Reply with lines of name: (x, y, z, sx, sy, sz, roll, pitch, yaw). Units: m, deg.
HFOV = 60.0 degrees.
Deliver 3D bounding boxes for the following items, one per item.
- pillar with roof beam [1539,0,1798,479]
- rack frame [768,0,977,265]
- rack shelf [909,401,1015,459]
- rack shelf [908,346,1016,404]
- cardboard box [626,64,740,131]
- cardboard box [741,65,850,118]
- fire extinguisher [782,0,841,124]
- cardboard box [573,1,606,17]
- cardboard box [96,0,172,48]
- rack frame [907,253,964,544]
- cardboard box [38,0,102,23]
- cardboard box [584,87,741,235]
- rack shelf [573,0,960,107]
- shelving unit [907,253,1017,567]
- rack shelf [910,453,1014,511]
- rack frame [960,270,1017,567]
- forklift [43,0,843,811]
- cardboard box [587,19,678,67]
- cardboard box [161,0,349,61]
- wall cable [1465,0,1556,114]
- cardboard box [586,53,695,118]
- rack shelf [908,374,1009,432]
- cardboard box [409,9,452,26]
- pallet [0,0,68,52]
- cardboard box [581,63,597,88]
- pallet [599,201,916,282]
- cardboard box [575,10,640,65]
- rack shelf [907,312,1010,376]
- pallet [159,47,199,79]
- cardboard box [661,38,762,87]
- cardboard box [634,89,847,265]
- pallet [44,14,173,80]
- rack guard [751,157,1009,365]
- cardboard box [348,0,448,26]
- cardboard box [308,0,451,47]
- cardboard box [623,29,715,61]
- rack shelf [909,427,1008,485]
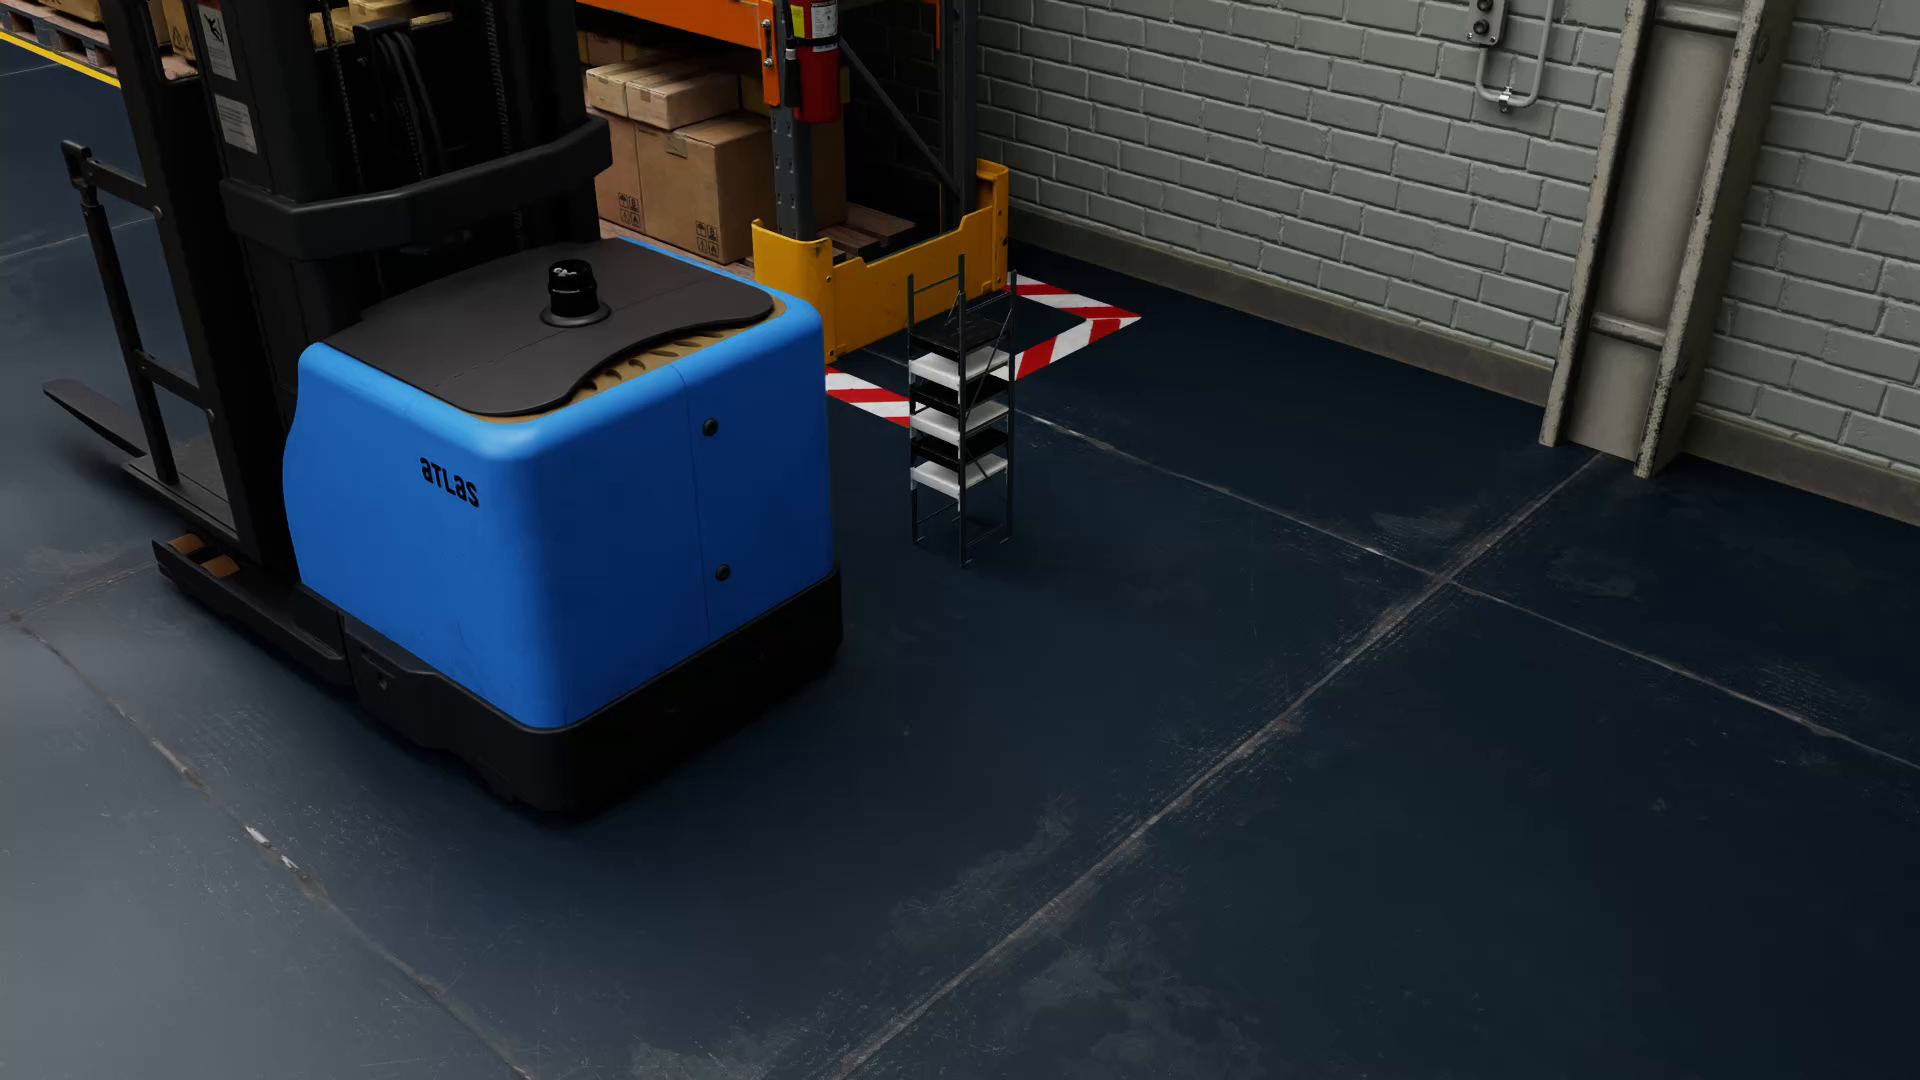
pillar with roof beam: (-0.617, -2.541, 0.746, 0.400, 9.000, 9.100, 25, 39, 35)
rack frame: (-0.310, -2.220, 6.030, 0.127, 3.000, 1.000, 25, 39, 35)
rack shelf: (0.006, -0.354, 5.030, 0.200, 0.077, 0.258, 25, 39, 35)
rack shelf: (0.006, -0.508, 4.938, 0.200, 0.077, 0.258, 25, 39, 35)
cardboard box: (-1.114, -1.786, 6.696, 0.250, 0.149, 0.380, 25, 39, 35)
cardboard box: (-0.670, -1.845, 6.793, 0.250, 0.149, 0.380, 25, 39, 35)
fire extinguisher: (-0.508, -1.799, 5.766, 0.183, 0.674, 0.296, 25, 39, 35)
cardboard box: (-1.798, -2.371, 7.667, 0.250, 0.149, 0.380, 24, 39, 34)
cardboard box: (-4.506, -3.346, 9.576, 0.750, 0.750, 0.750, 26, 40, 36)
rack frame: (-0.069, -0.418, 5.072, 0.006, 0.900, 0.240, 25, 39, 35)
cardboard box: (-5.139, -3.638, 10.062, 0.750, 0.750, 0.750, 25, 39, 35)
cardboard box: (-1.268, -1.707, 7.193, 0.500, 0.500, 0.700, 25, 39, 35)
rack shelf: (-1.793, -2.604, 7.365, 4.000, 0.370, 1.077, 25, 39, 35)
shelving unit: (0.006, -0.383, 5.013, 0.210, 0.900, 0.258, 25, 39, 35)
rack shelf: (0.006, -0.200, 5.123, 0.200, 0.077, 0.258, 25, 39, 35)
rack frame: (0.081, -0.348, 4.955, 0.006, 0.900, 0.240, 25, 39, 35)
forklift: (-1.778, -1.226, 4.444, 3.031, 2.935, 1.130, 24, 38, 34)
cardboard box: (-1.420, -2.194, 7.374, 0.250, 0.149, 0.380, 26, 39, 36)
cardboard box: (-3.845, -3.039, 9.067, 0.750, 0.750, 0.750, 26, 39, 36)
wall cable: (1.274, -2.574, 5.633, 1.851, 1.984, 0.084, 25, 39, 35)
cardboard box: (-1.304, -1.874, 6.843, 0.250, 0.149, 0.380, 26, 40, 36)
rack shelf: (0.006, -0.431, 4.984, 0.200, 0.077, 0.258, 25, 39, 35)
cardboard box: (-2.272, -2.325, 7.591, 0.250, 0.149, 0.380, 24, 38, 34)
pallet: (-5.708, -3.493, 10.847, 1.213, 0.211, 1.003, 25, 39, 35)
cardboard box: (-1.641, -1.880, 7.482, 0.500, 0.500, 0.700, 24, 38, 34)
pallet: (-0.956, -1.273, 7.159, 1.213, 0.211, 1.003, 25, 39, 35)
cardboard box: (-1.611, -2.283, 7.521, 0.250, 0.149, 0.380, 25, 39, 36)
rack shelf: (0.006, -0.585, 4.891, 0.200, 0.077, 0.258, 25, 39, 35)
pallet: (-3.899, -2.648, 9.445, 1.213, 0.211, 1.003, 25, 39, 35)
cardboard box: (-1.046, -2.020, 7.084, 0.250, 0.149, 0.380, 25, 39, 35)
cardboard box: (-0.896, -1.534, 6.905, 0.500, 0.500, 0.700, 25, 39, 35)
pallet: (-4.808, -3.071, 10.146, 1.213, 0.211, 1.003, 25, 39, 35)
rack guard: (-0.293, -1.141, 6.661, 0.348, 0.500, 1.175, 25, 39, 35)
cardboard box: (-2.659, -2.505, 7.891, 0.250, 0.149, 0.380, 27, 40, 37)
cardboard box: (-2.790, -2.416, 8.371, 0.500, 0.500, 0.700, 26, 39, 36)
cardboard box: (-1.231, -2.106, 7.228, 0.250, 0.149, 0.380, 25, 39, 35)
rack shelf: (0.006, -0.277, 5.077, 0.200, 0.077, 0.258, 25, 39, 35)
